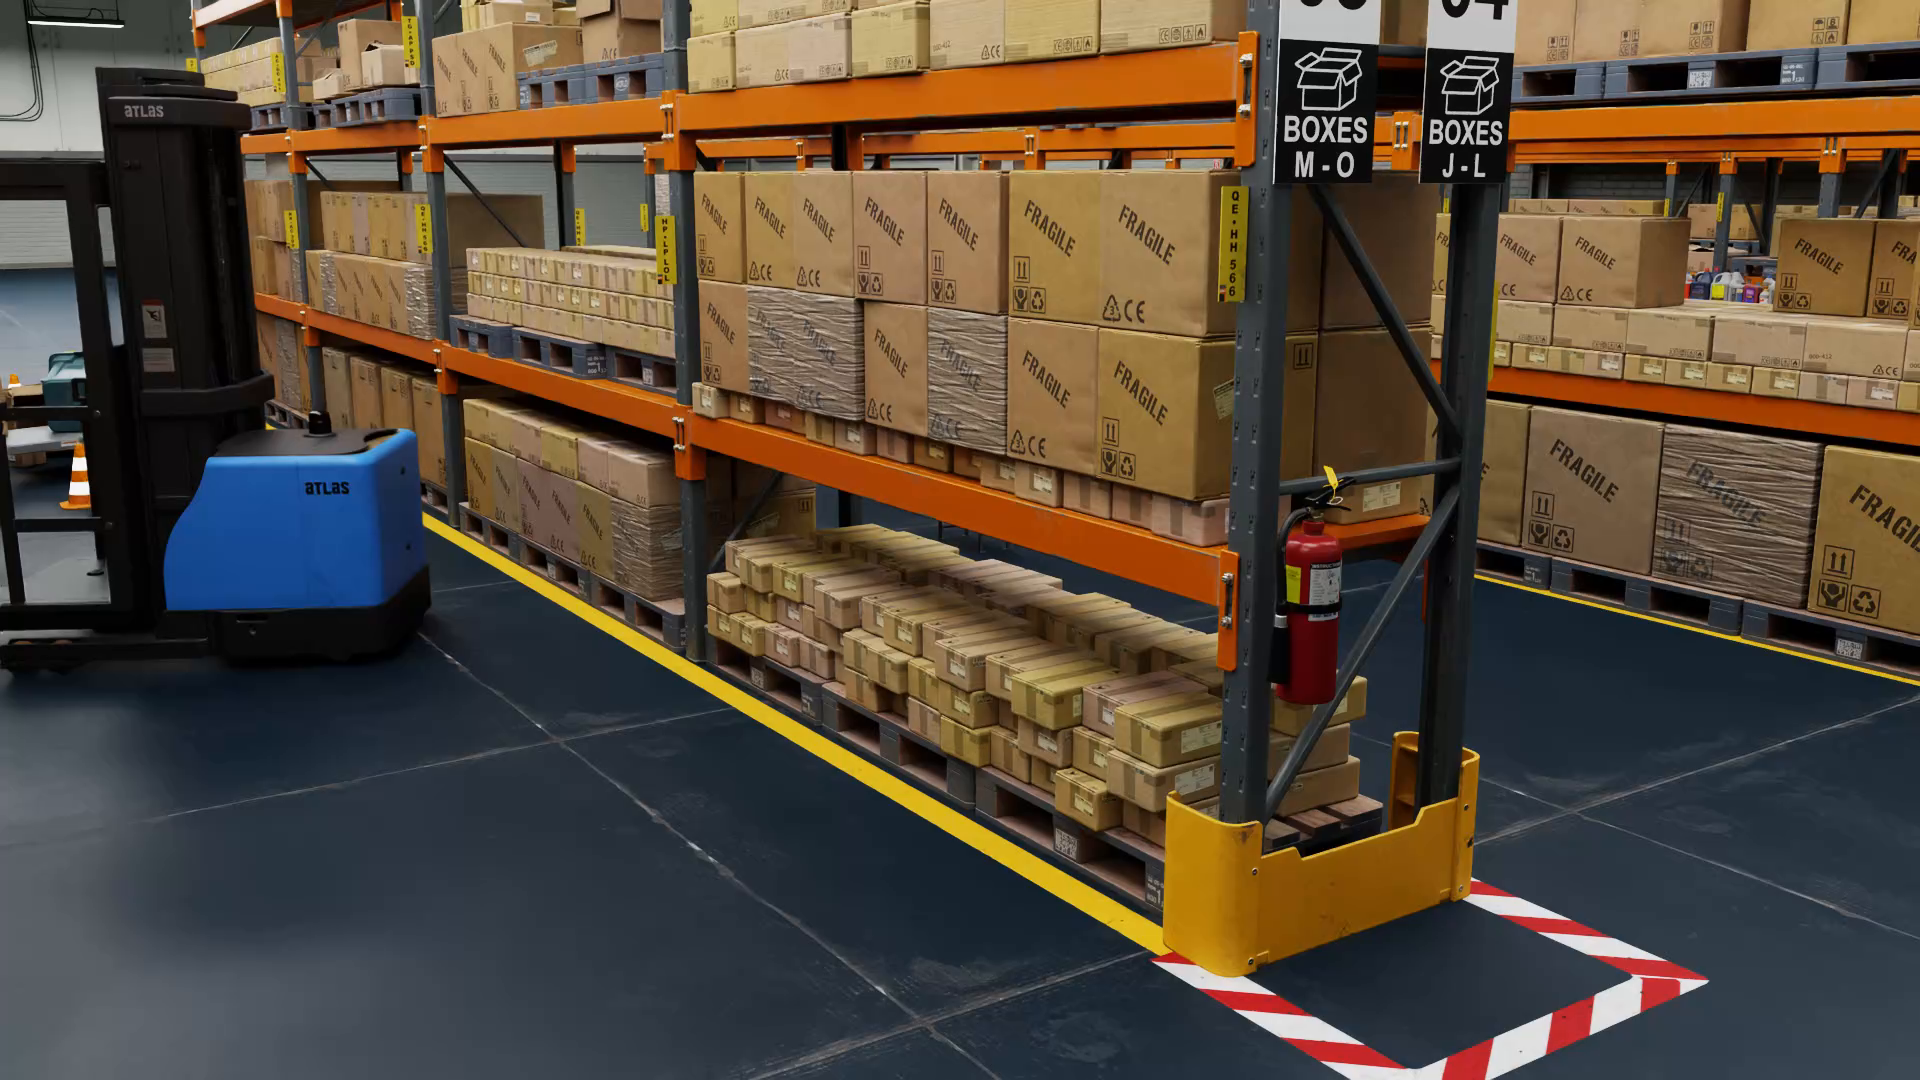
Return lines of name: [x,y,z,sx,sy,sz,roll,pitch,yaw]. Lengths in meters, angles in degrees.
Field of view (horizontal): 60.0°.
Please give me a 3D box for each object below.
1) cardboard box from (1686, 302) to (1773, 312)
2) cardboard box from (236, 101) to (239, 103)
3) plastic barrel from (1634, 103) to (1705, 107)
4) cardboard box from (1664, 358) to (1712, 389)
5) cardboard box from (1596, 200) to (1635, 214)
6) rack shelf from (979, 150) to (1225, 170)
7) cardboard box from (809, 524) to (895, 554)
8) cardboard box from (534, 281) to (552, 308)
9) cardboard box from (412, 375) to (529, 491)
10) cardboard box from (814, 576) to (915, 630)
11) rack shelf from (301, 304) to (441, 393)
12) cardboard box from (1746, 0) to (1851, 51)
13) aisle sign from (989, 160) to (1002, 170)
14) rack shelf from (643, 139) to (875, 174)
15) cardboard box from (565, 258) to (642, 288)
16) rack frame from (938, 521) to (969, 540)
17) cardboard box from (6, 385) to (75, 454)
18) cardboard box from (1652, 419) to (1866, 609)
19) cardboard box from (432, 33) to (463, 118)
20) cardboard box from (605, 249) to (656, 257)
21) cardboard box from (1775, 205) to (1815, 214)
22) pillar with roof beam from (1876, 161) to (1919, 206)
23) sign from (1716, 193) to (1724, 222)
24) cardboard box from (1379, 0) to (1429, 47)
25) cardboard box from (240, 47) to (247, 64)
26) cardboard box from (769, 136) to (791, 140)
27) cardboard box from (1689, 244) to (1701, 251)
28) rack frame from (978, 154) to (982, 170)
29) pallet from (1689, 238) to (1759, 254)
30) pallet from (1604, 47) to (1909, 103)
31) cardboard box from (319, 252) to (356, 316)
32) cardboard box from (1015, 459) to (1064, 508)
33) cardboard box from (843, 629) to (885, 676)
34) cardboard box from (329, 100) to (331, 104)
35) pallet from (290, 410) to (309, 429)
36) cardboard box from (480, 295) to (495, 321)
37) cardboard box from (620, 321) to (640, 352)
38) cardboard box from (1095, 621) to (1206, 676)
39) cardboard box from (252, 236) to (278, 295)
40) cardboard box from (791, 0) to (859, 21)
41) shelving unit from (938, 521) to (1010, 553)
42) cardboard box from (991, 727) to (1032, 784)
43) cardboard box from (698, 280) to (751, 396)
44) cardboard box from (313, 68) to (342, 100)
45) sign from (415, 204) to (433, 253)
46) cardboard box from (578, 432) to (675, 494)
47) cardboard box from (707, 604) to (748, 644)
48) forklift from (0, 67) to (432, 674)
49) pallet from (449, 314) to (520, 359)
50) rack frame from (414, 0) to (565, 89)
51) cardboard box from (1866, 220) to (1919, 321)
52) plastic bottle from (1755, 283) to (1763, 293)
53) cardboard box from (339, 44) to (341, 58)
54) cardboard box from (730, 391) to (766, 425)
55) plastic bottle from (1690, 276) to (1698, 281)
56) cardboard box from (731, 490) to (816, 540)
cardboard box: [4.538,-1.221,9.579,0.500,0.250,0.500,-8,15,-34]
cardboard box: [-6.845,-4.263,16.182,0.380,0.149,0.250,-8,15,-32]
plastic barrel: [6.275,-4.257,14.627,0.600,0.901,0.708,-8,15,-33]
cardboard box: [4.123,-0.932,9.189,0.380,0.149,0.250,-8,15,-32]
cardboard box: [10.363,-5.090,26.163,0.500,0.500,0.500,-8,15,-33]
rack shelf: [1.808,-4.948,21.630,1.077,0.370,4.000,-8,15,-33]
cardboard box: [-0.546,0.029,8.505,0.380,0.149,0.250,-8,14,-31]
cardboard box: [-2.361,-1.501,10.113,0.380,0.149,0.250,-8,15,-33]
cardboard box: [-3.439,-0.837,12.450,1.050,0.750,0.750,-8,15,-34]
cardboard box: [-0.421,0.276,7.375,0.380,0.149,0.250,-8,15,-32]
rack shelf: [-4.284,-1.616,13.414,1.077,0.370,4.000,-8,15,-33]
cardboard box: [4.570,-2.813,8.731,0.700,0.500,0.500,-9,15,-37]
aisle sign: [0.416,-5.438,23.122,0.394,0.787,0.004,-8,15,-33]
rack shelf: [-2.316,-4.362,18.949,1.077,0.370,4.000,-8,15,-33]
cardboard box: [-2.066,-1.554,9.657,0.380,0.149,0.250,-9,15,-35]
rack frame: [-0.043,-0.600,11.297,0.240,1.200,0.015,-8,15,-33]
cardboard box: [-8.068,-1.099,14.893,0.797,0.637,0.503,-8,15,-33]
cardboard box: [4.516,-0.191,9.206,0.875,0.875,0.875,-8,15,-33]
cardboard box: [-3.081,-2.993,10.771,0.500,0.500,0.500,-8,15,-33]
cardboard box: [-2.090,-1.813,10.845,0.380,0.149,0.250,-8,14,-31]
cardboard box: [12.111,-4.607,24.142,0.700,0.500,0.500,-6,14,-25]
pillar with roof beam: [9.795,-6.695,20.911,9.100,9.000,0.400,-8,15,-33]
sign: [8.797,-3.852,19.245,0.100,0.325,0.005,-8,15,-33]
cardboard box: [1.220,-1.691,5.404,0.500,0.250,0.500,-7,14,-31]
cardboard box: [-6.559,-4.561,15.681,0.380,0.149,0.250,-8,15,-33]
cardboard box: [-1.677,-4.335,17.491,0.500,0.250,0.500,-7,14,-31]
cardboard box: [8.923,-3.491,20.514,0.500,0.311,0.500,-8,15,-33]
rack frame: [0.700,-4.190,23.500,1.000,3.000,0.127,-8,15,-33]
pallet: [11.466,-4.404,24.929,1.003,0.211,1.213,-8,15,-33]
pallet: [4.341,-2.528,9.087,1.003,0.211,1.213,-8,15,-33]
cardboard box: [-5.045,-2.157,13.969,0.500,0.500,0.500,-8,15,-32]
cardboard box: [0.421,-0.225,5.957,0.380,0.149,0.250,-8,14,-31]
cardboard box: [-0.279,0.470,7.185,0.380,0.149,0.250,-8,15,-33]
cardboard box: [-5.732,-4.160,15.712,0.380,0.149,0.250,-8,15,-34]
pallet: [-5.749,-1.105,15.922,1.003,0.211,1.213,-8,15,-33]
cardboard box: [-2.948,-1.543,11.001,0.380,0.149,0.250,-7,14,-30]
cardboard box: [-1.626,-1.121,9.070,0.380,0.149,0.250,-8,15,-33]
cardboard box: [0.756,0.445,6.601,0.380,0.149,0.250,-9,15,-36]
cardboard box: [-6.509,-2.748,16.556,0.875,0.550,0.500,-8,15,-33]
cardboard box: [-0.354,-2.242,6.754,0.500,0.250,0.500,-8,15,-32]
shelving unit: [0.092,-0.557,11.099,0.258,1.200,0.503,-8,15,-33]
cardboard box: [0.342,0.796,6.389,0.380,0.149,0.250,-8,15,-32]
cardboard box: [-0.895,-0.977,7.876,0.500,0.500,0.500,-8,15,-34]
cardboard box: [-5.266,-3.840,13.976,0.258,0.266,0.396,-8,15,-34]
sign: [-3.637,-2.111,11.284,0.100,0.325,0.005,-8,15,-33]
cardboard box: [-1.857,-0.446,9.494,0.500,0.250,0.500,-7,14,-30]
cardboard box: [-1.026,0.390,8.247,0.380,0.149,0.250,-9,15,-35]
forklift: [-4.448,-0.879,8.521,3.031,2.935,1.130,-1,12,-4]
pallet: [-2.693,-1.404,11.209,1.213,0.211,1.003,-8,15,-33]
rack frame: [-3.176,-4.542,11.070,1.000,3.000,0.127,-8,15,-33]
cardboard box: [5.123,-1.403,8.654,0.500,0.500,0.500,-9,15,-34]
plastic bottle: [7.111,-2.192,14.831,0.097,0.201,0.097,0,12,0]
cardboard box: [-5.454,-4.460,15.217,0.380,0.149,0.250,-8,15,-33]
cardboard box: [-0.871,-0.651,7.907,0.380,0.149,0.250,-8,14,-31]
plastic bottle: [6.472,-2.197,14.690,0.097,0.271,0.097,0,12,0]
cardboard box: [-1.149,-0.047,9.424,0.500,0.500,0.500,-7,14,-31]
